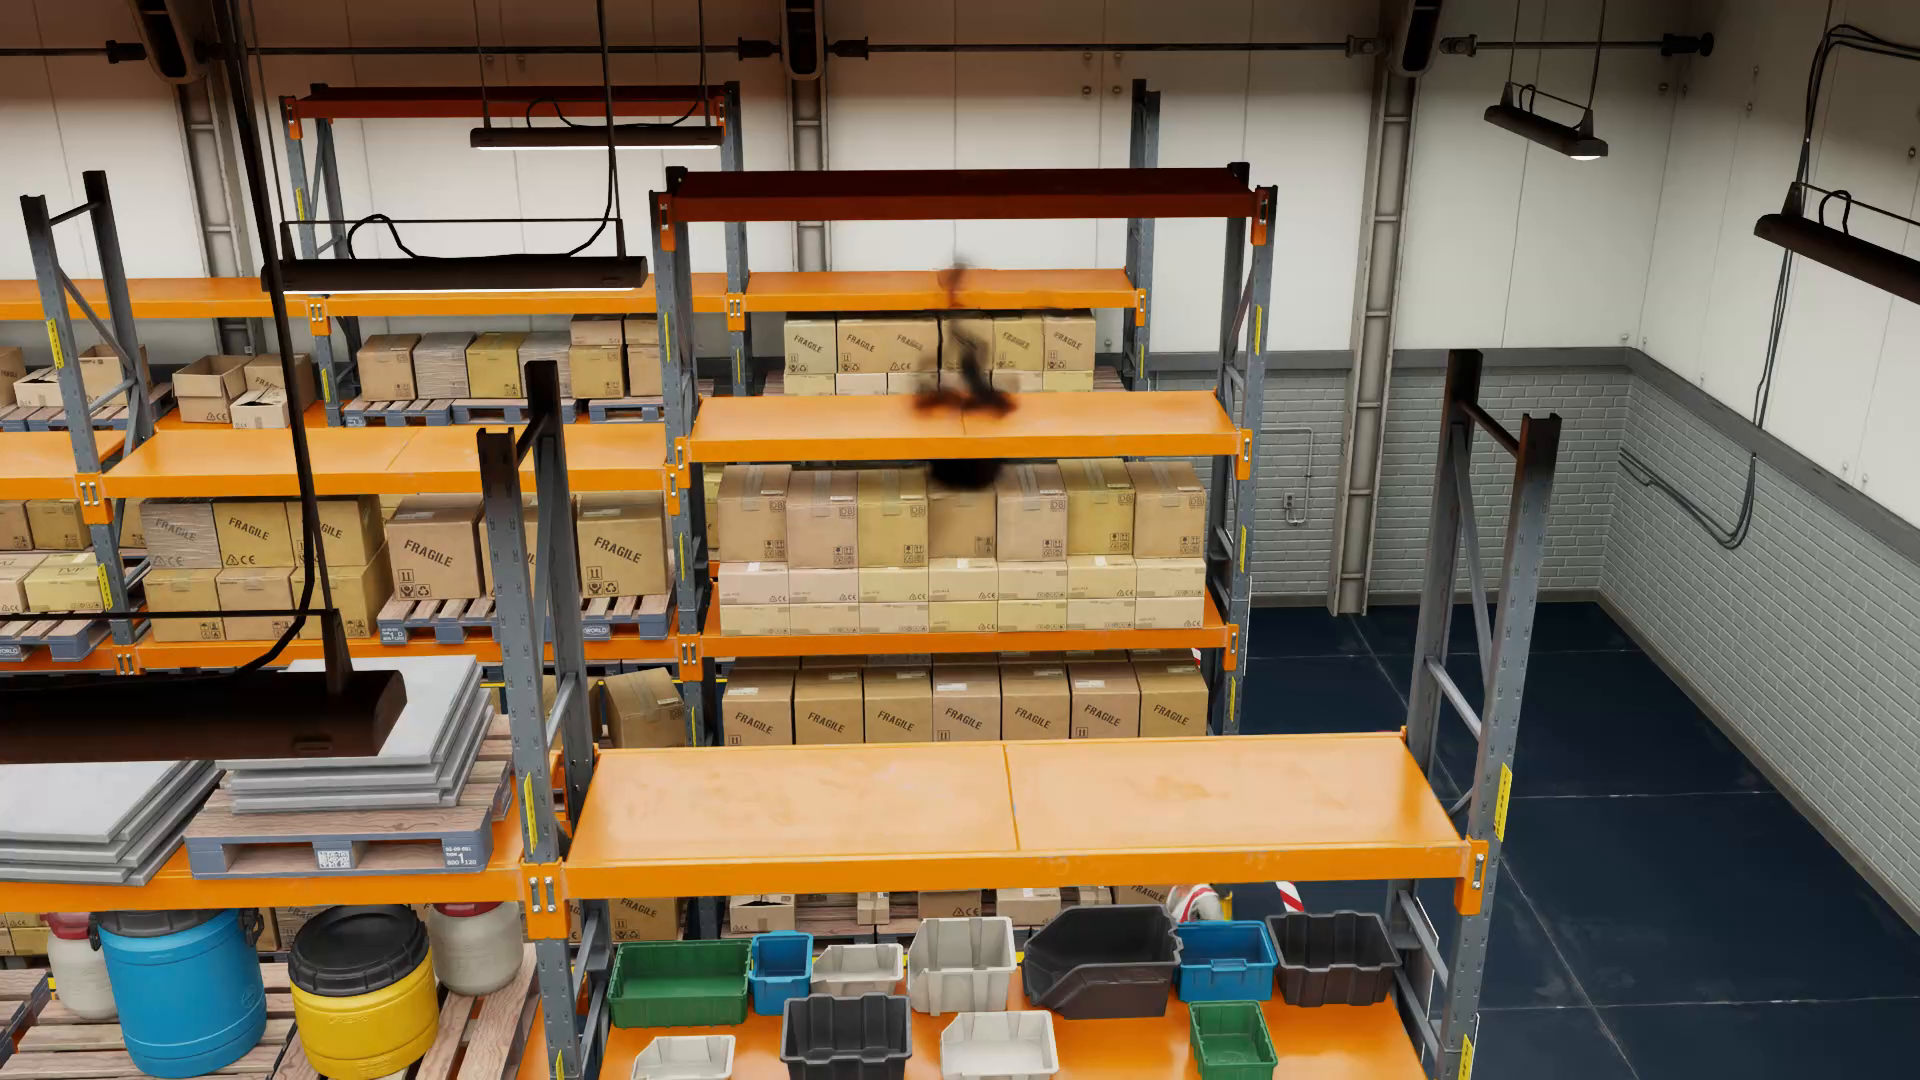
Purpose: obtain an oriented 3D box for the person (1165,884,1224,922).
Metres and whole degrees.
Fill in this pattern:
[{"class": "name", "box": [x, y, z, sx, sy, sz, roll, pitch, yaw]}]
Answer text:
[{"class": "person", "box": [1.564, 2.906, 11.649, 0.665, 1.734, 0.666, -9, 24, -22]}]
